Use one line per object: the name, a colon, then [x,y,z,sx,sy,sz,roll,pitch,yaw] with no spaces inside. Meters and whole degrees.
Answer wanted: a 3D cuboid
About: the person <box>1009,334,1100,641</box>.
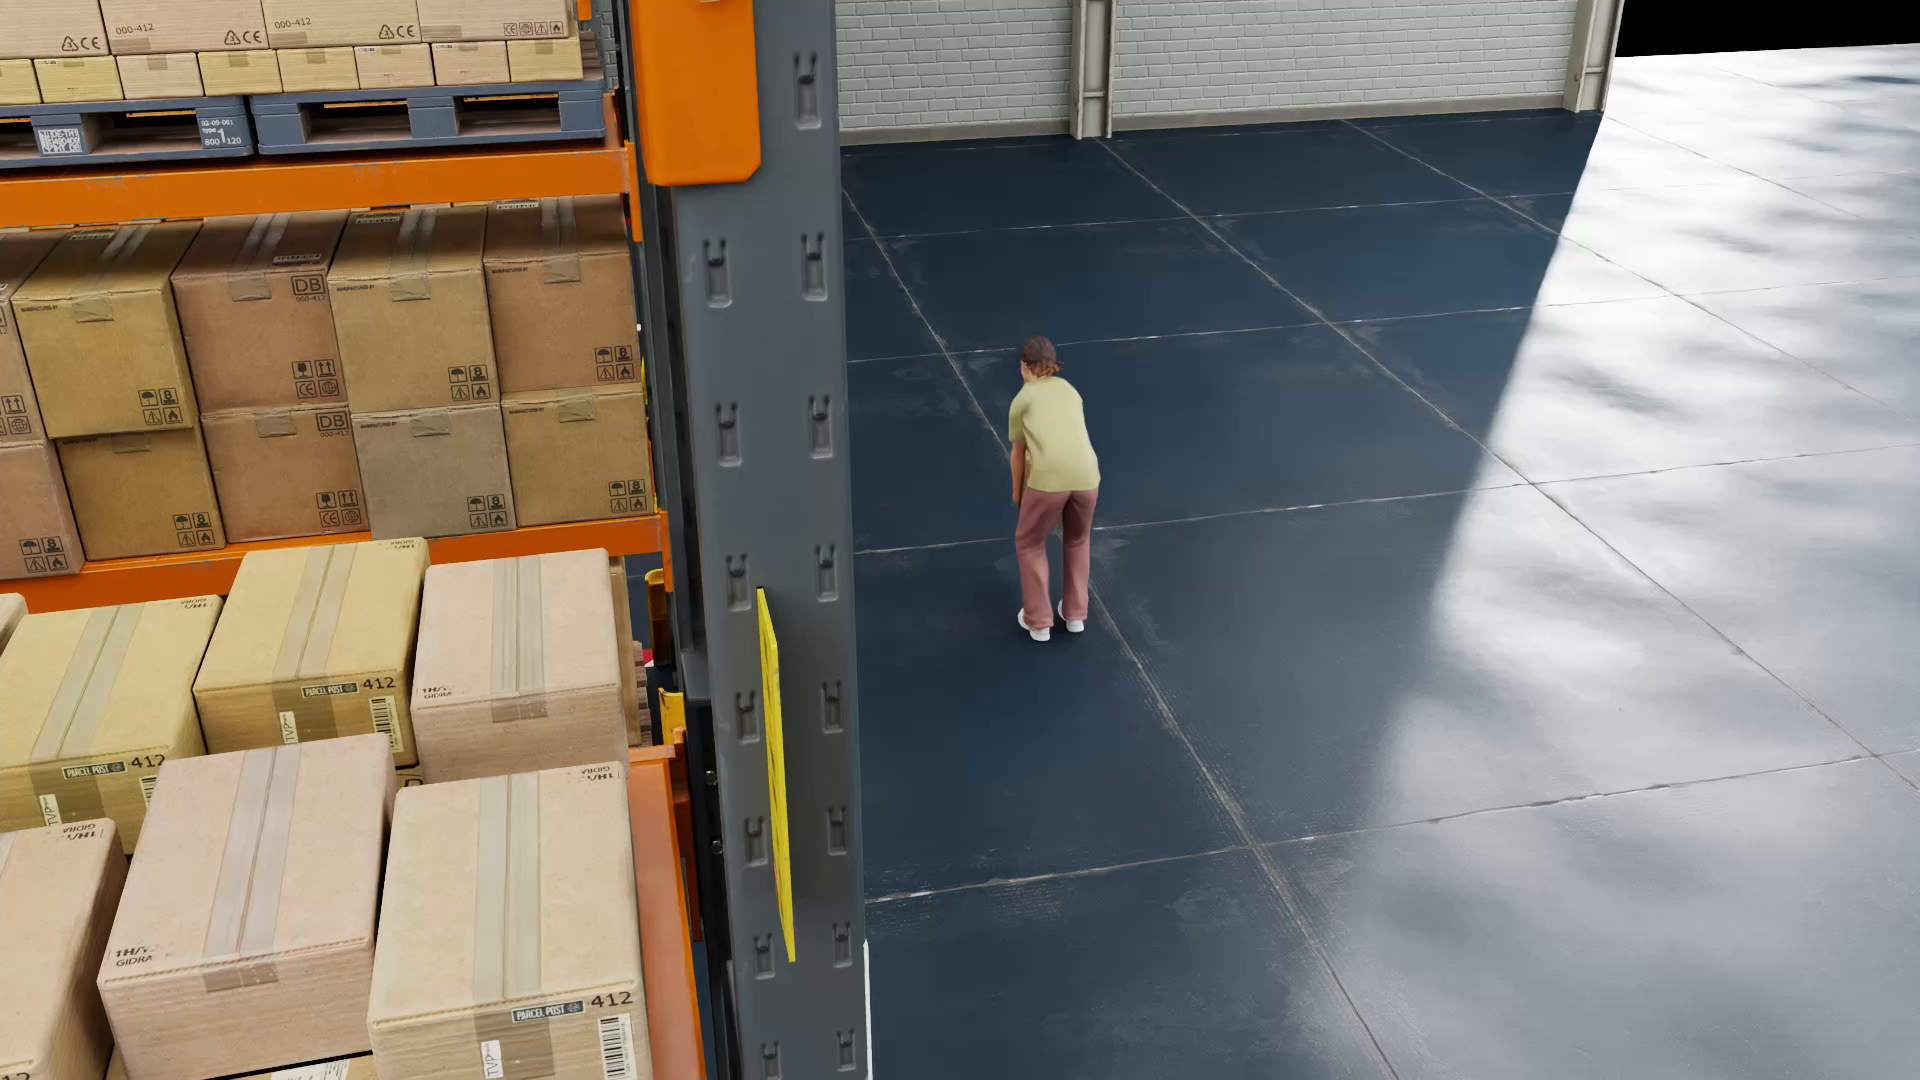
person: [0.447,-0.264,8.400,0.398,1.445,0.728,-6,28,-13]
